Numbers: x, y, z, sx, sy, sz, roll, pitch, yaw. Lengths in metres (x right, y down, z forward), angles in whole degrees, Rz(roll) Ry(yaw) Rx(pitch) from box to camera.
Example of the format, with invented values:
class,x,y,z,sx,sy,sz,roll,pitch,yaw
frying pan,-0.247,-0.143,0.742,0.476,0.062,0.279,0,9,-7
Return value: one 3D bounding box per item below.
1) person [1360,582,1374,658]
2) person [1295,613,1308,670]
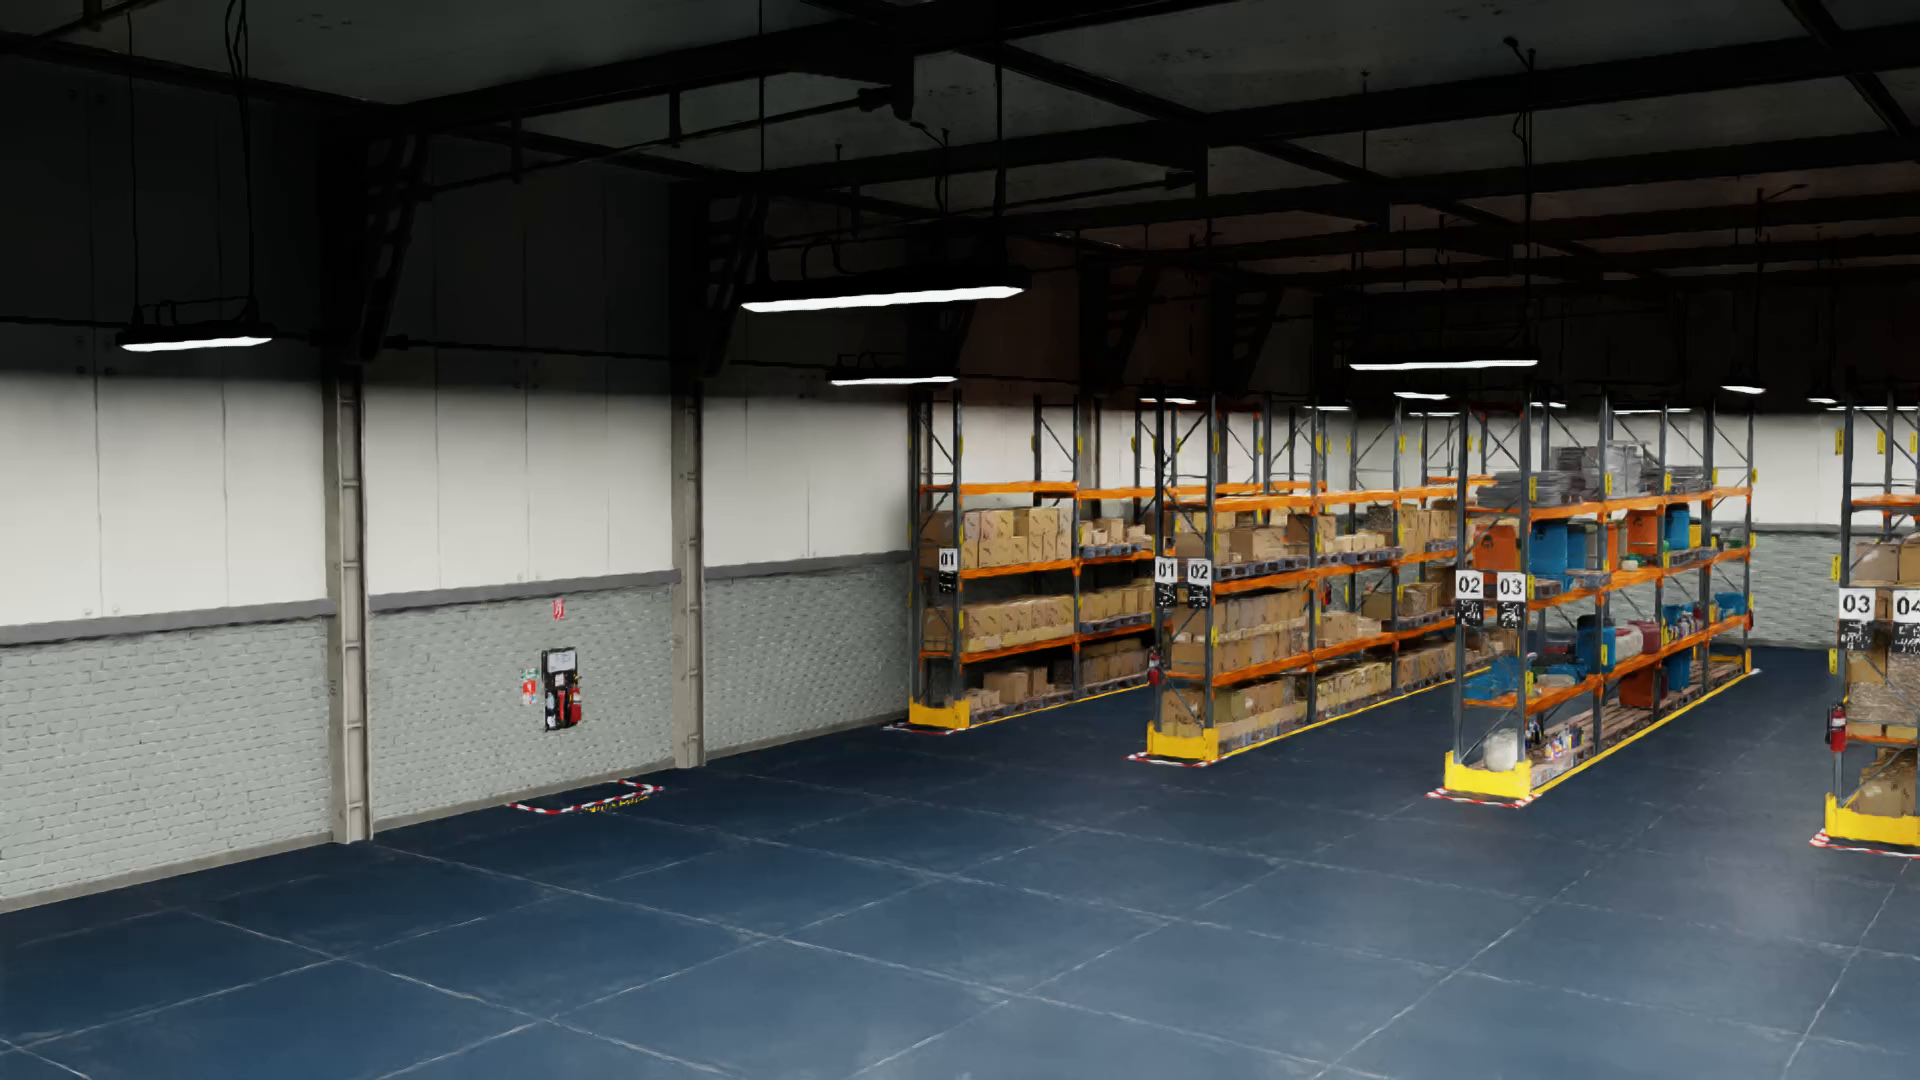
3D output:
class,x,y,z,sx,sy,sz,roll,pitch,yaw
person,9.629,1.870,38.986,0.448,1.782,0.678,1,3,14
person,7.214,2.170,35.453,0.448,1.590,1.110,3,4,38
